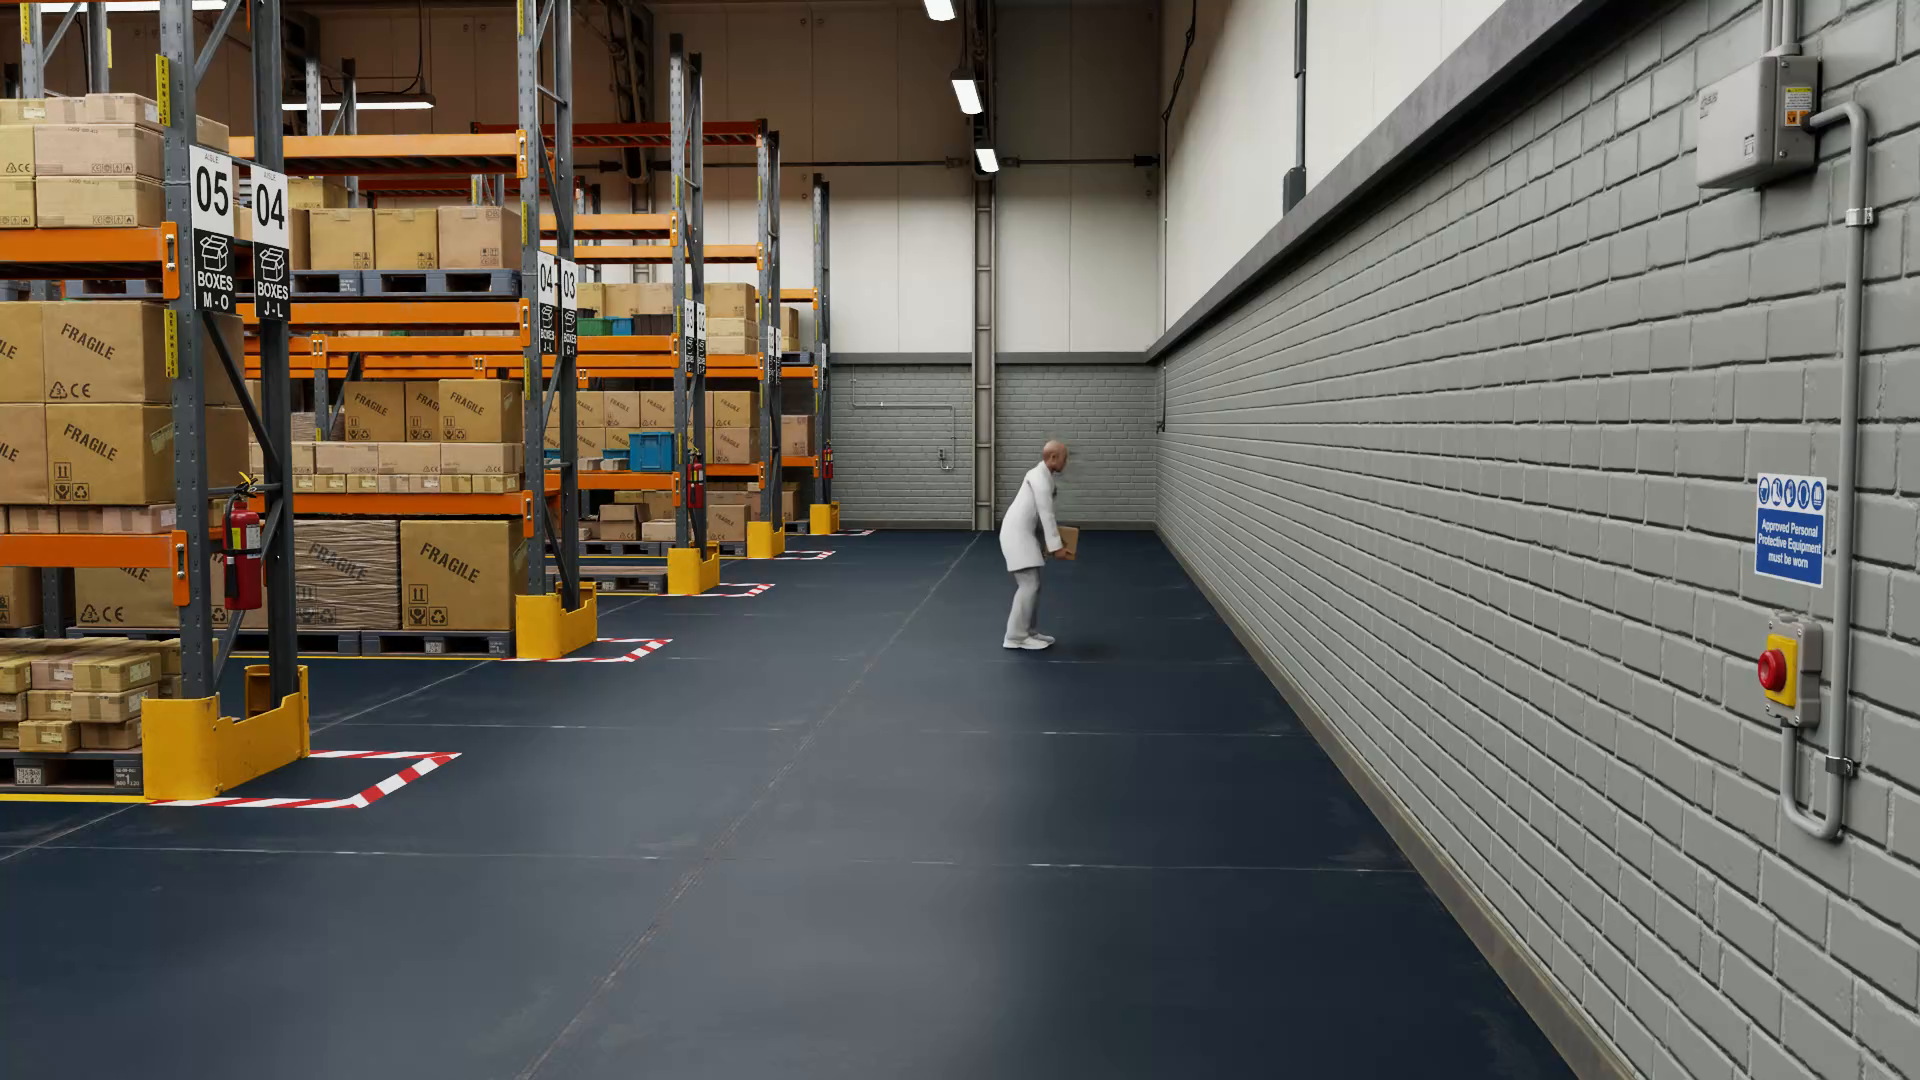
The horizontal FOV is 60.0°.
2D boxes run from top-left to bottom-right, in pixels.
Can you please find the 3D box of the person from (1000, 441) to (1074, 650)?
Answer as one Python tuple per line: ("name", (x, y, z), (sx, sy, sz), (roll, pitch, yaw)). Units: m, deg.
("person", (0.637, 0.037, 13.773), (0.614, 1.717, 0.530), (0, 4, 3))
